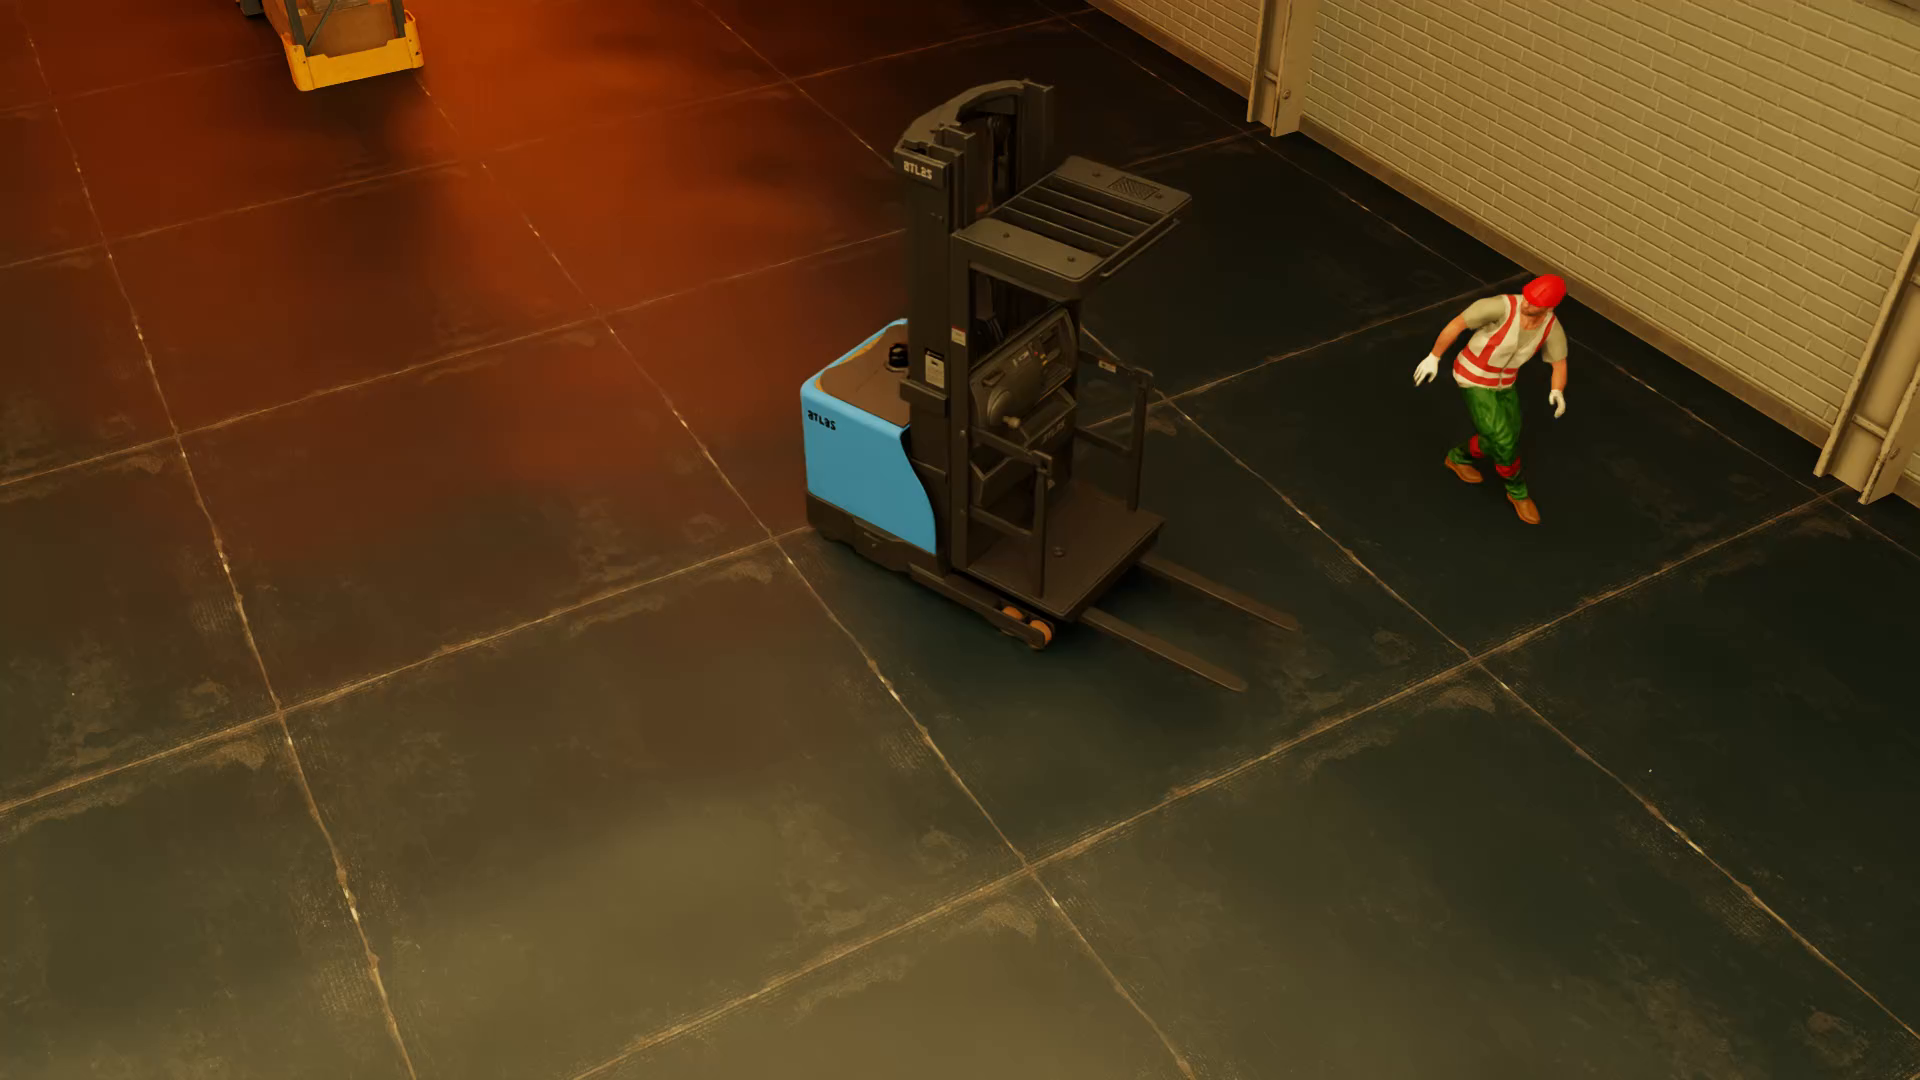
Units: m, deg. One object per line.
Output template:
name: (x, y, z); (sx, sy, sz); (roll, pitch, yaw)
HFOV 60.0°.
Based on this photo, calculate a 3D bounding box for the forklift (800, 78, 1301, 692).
forklift: (0.523, -0.887, 9.105); (3.031, 2.935, 1.130); (26, 46, 28)

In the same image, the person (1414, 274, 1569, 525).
person: (3.296, -0.883, 10.128); (0.792, 1.616, 0.802); (-15, 42, -17)
